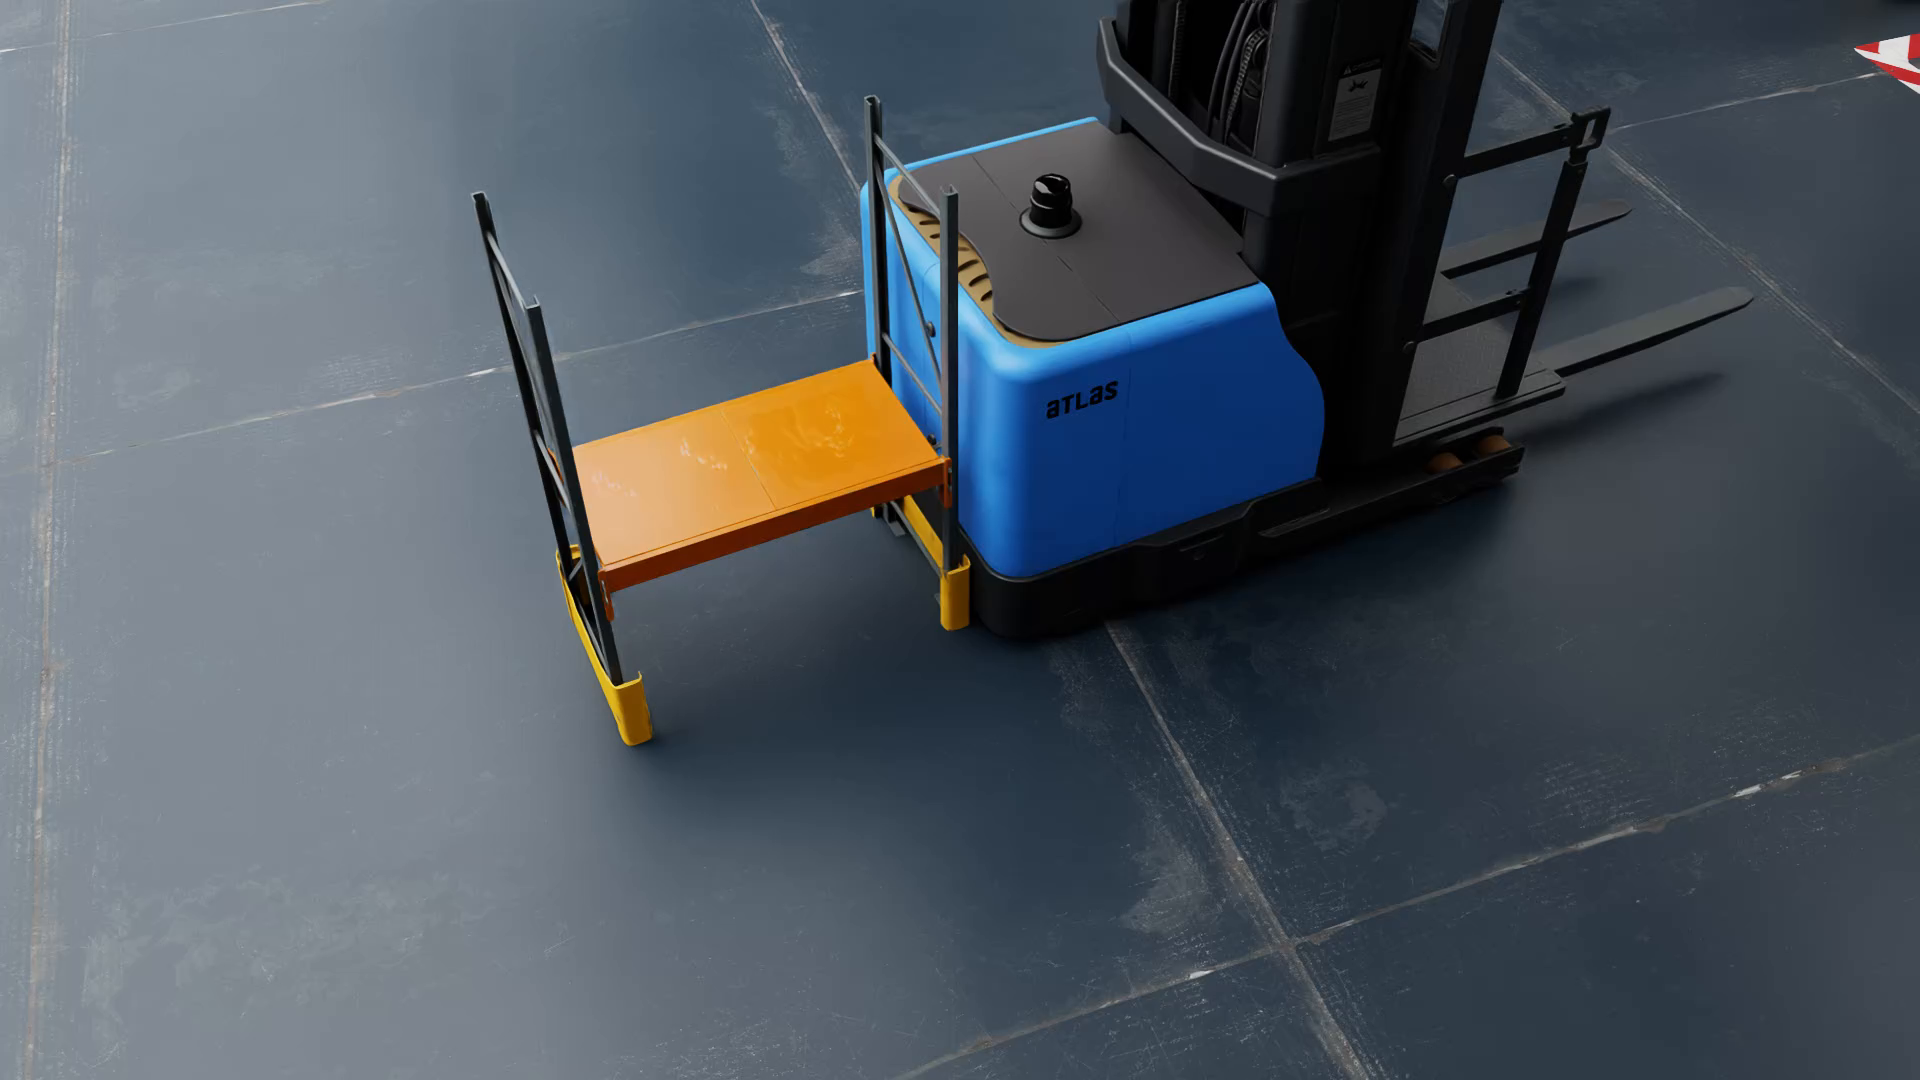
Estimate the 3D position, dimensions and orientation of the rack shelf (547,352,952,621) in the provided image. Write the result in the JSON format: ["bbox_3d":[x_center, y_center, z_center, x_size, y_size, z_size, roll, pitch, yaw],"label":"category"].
[{"bbox_3d":[-0.584,-0.168,4.613,1.000,0.185,0.538,-19,48,-18],"label":"rack shelf"}]

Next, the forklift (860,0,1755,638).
[{"bbox_3d":[1.255,-1.470,4.646,3.031,2.935,1.130,-19,48,-18],"label":"forklift"}]

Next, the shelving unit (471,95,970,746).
[{"bbox_3d":[-0.575,-0.298,4.488,1.083,1.500,0.587,-19,48,-18],"label":"shelving unit"}]

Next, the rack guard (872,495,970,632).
[{"bbox_3d":[-0.127,-0.010,5.083,0.087,0.250,0.587,-19,48,-18],"label":"rack guard"}]

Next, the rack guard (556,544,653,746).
[{"bbox_3d":[-1.024,0.296,4.779,0.087,0.250,0.587,-19,48,-18],"label":"rack guard"}]

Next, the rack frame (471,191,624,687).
[{"bbox_3d":[-1.042,-0.139,4.330,0.032,1.500,0.500,-19,48,-18],"label":"rack frame"}]

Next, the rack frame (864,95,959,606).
[{"bbox_3d":[-0.125,-0.451,4.641,0.032,1.500,0.500,-19,48,-18],"label":"rack frame"}]
